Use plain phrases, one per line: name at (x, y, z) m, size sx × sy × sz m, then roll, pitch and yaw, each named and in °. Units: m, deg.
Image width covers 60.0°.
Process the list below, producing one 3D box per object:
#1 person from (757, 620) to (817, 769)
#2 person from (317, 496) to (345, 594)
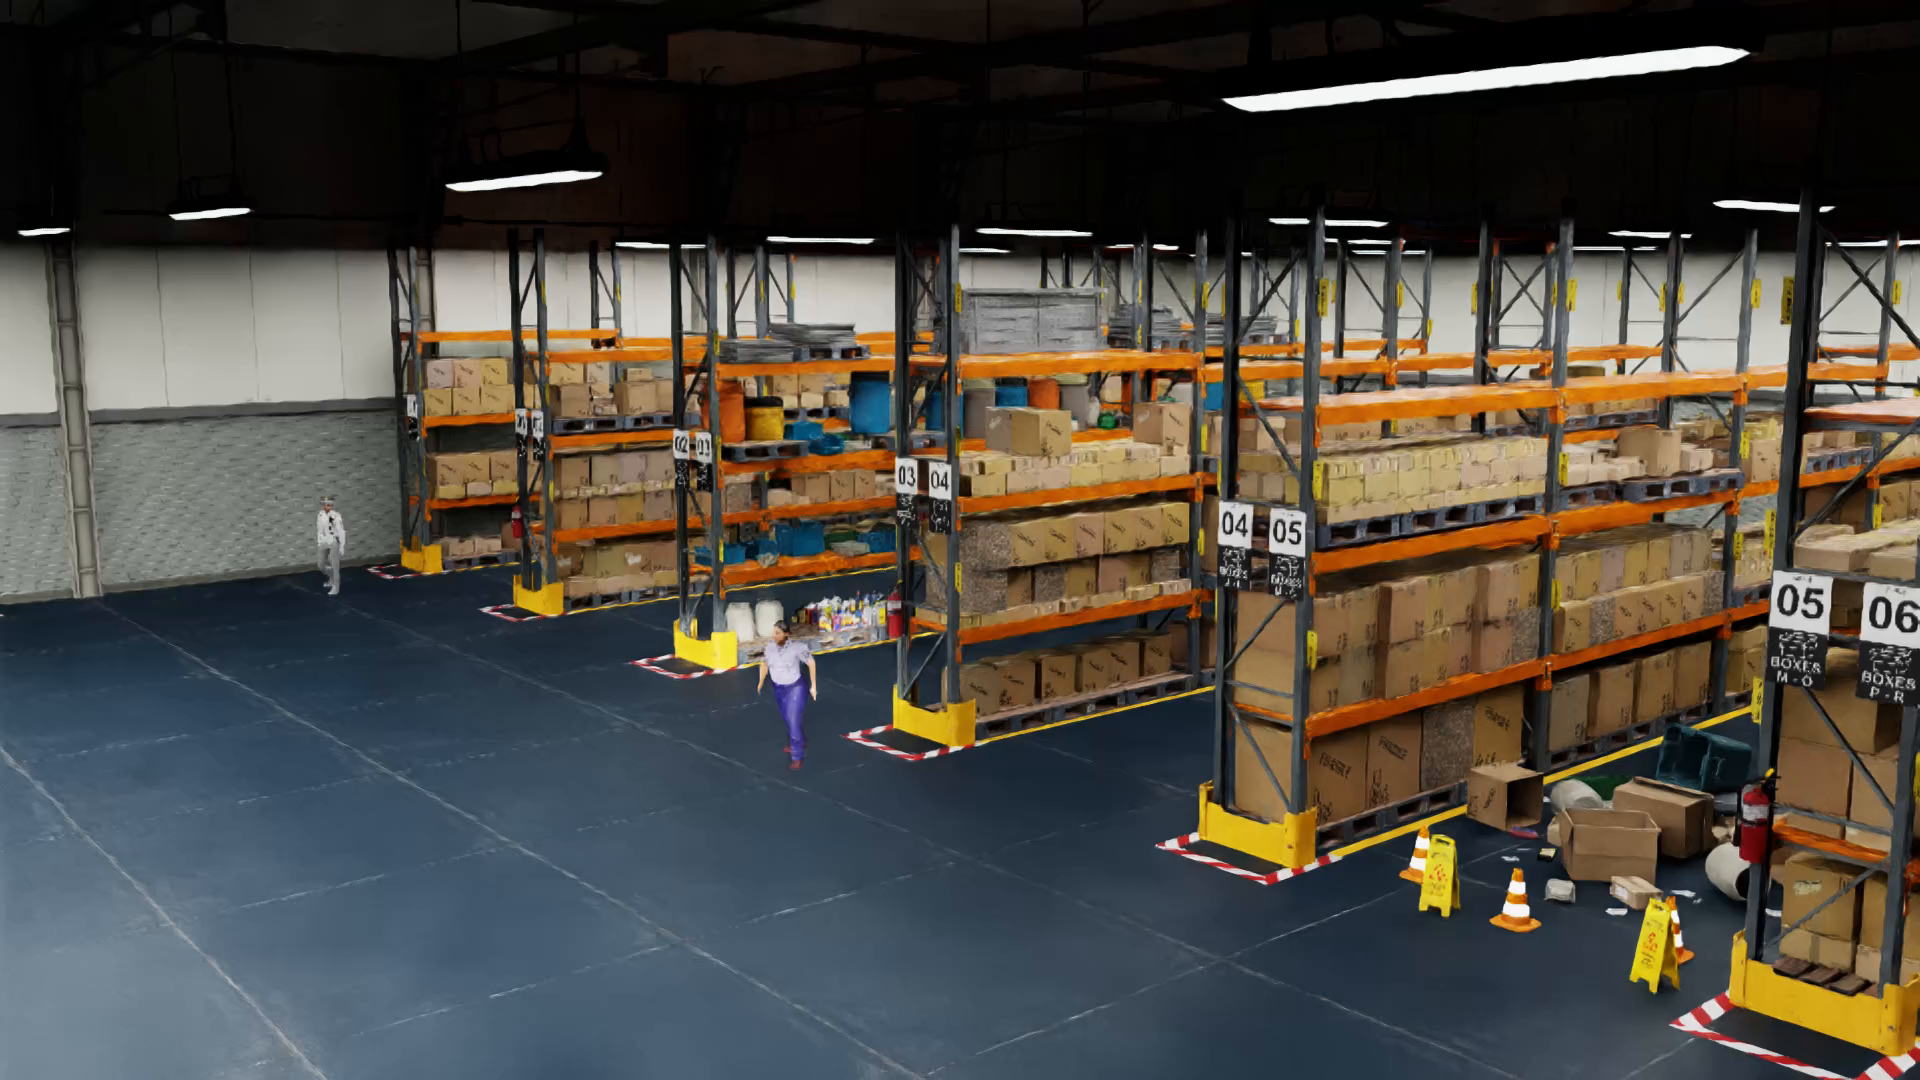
person at (-1.834, 1.627, 18.052) m, size 0.618 × 1.564 × 0.806 m, roll 6°, pitch 10°, yaw 33°
person at (-10.538, 0.064, 27.920) m, size 0.528 × 1.671 × 0.519 m, roll 2°, pitch 9°, yaw 13°
